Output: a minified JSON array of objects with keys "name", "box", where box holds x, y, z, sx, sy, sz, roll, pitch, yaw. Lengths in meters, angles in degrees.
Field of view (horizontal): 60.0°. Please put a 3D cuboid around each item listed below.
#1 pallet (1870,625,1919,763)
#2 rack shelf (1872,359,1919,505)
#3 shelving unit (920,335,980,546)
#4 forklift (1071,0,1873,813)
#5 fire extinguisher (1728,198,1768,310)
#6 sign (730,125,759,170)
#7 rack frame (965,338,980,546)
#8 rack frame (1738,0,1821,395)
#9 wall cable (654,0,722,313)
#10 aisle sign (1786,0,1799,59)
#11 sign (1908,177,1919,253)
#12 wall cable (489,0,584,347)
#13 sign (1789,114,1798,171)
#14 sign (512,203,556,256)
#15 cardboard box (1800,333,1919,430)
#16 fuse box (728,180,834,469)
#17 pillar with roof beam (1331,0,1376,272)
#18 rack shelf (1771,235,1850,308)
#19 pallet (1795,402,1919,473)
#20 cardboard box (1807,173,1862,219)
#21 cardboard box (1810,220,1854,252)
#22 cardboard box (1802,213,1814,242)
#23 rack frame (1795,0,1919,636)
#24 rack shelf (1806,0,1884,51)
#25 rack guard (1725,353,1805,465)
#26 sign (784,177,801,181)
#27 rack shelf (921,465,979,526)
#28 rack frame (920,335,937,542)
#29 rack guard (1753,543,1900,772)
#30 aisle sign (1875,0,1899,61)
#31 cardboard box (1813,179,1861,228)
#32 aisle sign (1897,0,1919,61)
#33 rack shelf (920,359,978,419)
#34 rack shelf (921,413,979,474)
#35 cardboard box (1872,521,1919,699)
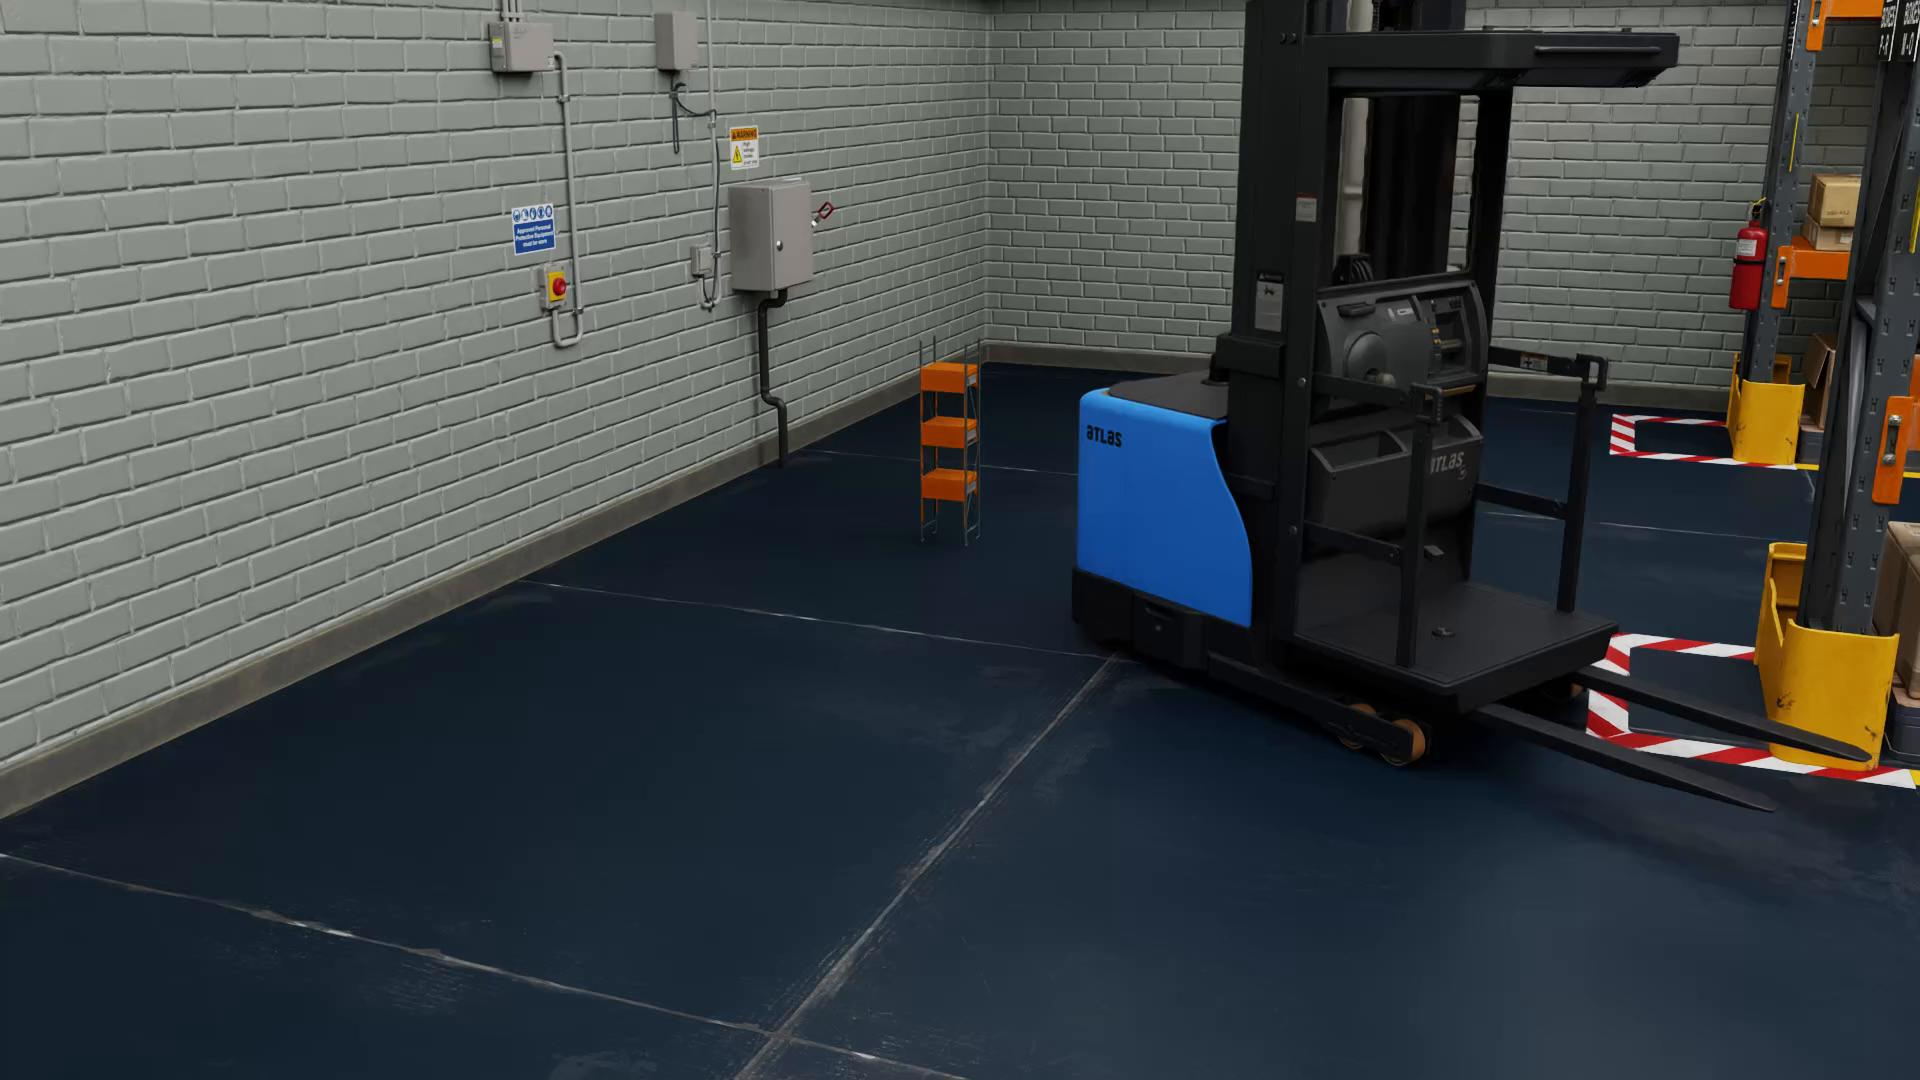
[{"name":"pallet","box":[4.078,0.617,6.170,1.213,0.211,1.003,6,17,21]},{"name":"rack shelf","box":[5.166,-0.234,5.389,4.000,0.370,1.077,6,17,21]},{"name":"shelving unit","box":[-0.050,-0.510,8.546,0.252,1.050,0.215,6,17,21]},{"name":"forklift","box":[1.789,-0.760,6.035,1.130,2.935,3.031,-12,20,-36]},{"name":"fire extinguisher","box":[4.816,-1.750,10.131,0.183,0.674,0.296,6,17,21]},{"name":"sign","box":[-1.255,-2.288,9.693,0.001,0.242,0.339,6,17,21]},{"name":"rack frame","box":[0.064,-0.497,8.503,0.008,1.050,0.200,6,17,21]},{"name":"rack frame","box":[5.123,-2.072,10.429,0.127,3.000,1.000,6,17,21]},{"name":"wall cable","box":[-1.439,-2.211,9.089,0.122,1.984,0.588,6,17,21]},{"name":"aisle sign","box":[4.952,-3.251,9.828,0.004,0.787,0.394,6,17,21]},{"name":"sign","box":[3.096,-1.094,5.368,0.005,0.325,0.100,6,17,21]},{"name":"wall cable","box":[-1.949,-1.858,7.813,0.123,1.953,0.585,6,17,21]},{"name":"sign","box":[4.924,-2.347,9.824,0.005,0.325,0.100,6,17,21]},{"name":"sign","box":[-2.024,-1.478,7.900,0.001,0.218,0.327,6,17,21]},{"name":"cardboard box","box":[5.657,-0.987,10.418,0.637,0.503,0.797,6,17,18]},{"name":"fuse box","box":[-1.042,-1.266,9.964,0.414,1.711,0.539,6,17,21]},{"name":"pillar with roof beam","box":[1.366,-4.346,7.502,0.400,9.000,9.100,6,17,21]},{"name":"rack shelf","box":[6.983,-1.521,9.825,4.000,0.370,1.077,6,17,21]},{"name":"pallet","box":[5.936,-0.643,10.511,1.213,0.211,1.003,6,17,21]},{"name":"cardboard box","box":[5.648,-2.164,10.483,0.500,0.250,0.500,7,18,22]},{"name":"cardboard box","box":[5.328,-1.846,10.103,0.250,0.149,0.380,6,17,20]},{"name":"cardboard box","box":[5.530,-1.987,10.587,0.250,0.149,0.380,6,17,20]},{"name":"rack frame","box":[3.305,-0.784,5.993,0.127,3.000,1.000,6,17,21]},{"name":"rack shelf","box":[6.983,-2.962,9.406,4.000,0.370,1.077,6,17,21]},{"name":"rack guard","box":[5.194,-0.863,10.751,0.348,0.500,1.175,6,17,21]},{"name":"sign","box":[-1.054,-1.988,10.312,0.001,0.494,0.329,6,17,21]},{"name":"rack shelf","box":[-0.050,-0.233,8.627,0.240,0.259,0.215,6,17,21]},{"name":"rack frame","box":[-0.163,-0.522,8.589,0.008,1.050,0.200,6,17,21]},{"name":"rack guard","box":[3.283,0.414,6.350,0.348,0.500,1.175,6,17,21]},{"name":"aisle sign","box":[3.352,-2.120,5.933,0.004,0.787,0.394,6,17,21]},{"name":"cardboard box","box":[5.446,-2.026,10.008,0.500,0.250,0.500,6,17,21]},{"name":"aisle sign","box":[3.132,-1.964,5.397,0.004,0.787,0.394,6,17,21]},{"name":"rack shelf","box":[-0.050,-0.772,8.470,0.240,0.259,0.215,6,17,21]},{"name":"rack shelf","box":[-0.050,-0.499,8.549,0.240,0.259,0.215,6,17,21]},{"name":"cardboard box","box":[3.956,0.287,6.149,0.875,0.438,0.875,6,17,19]}]
